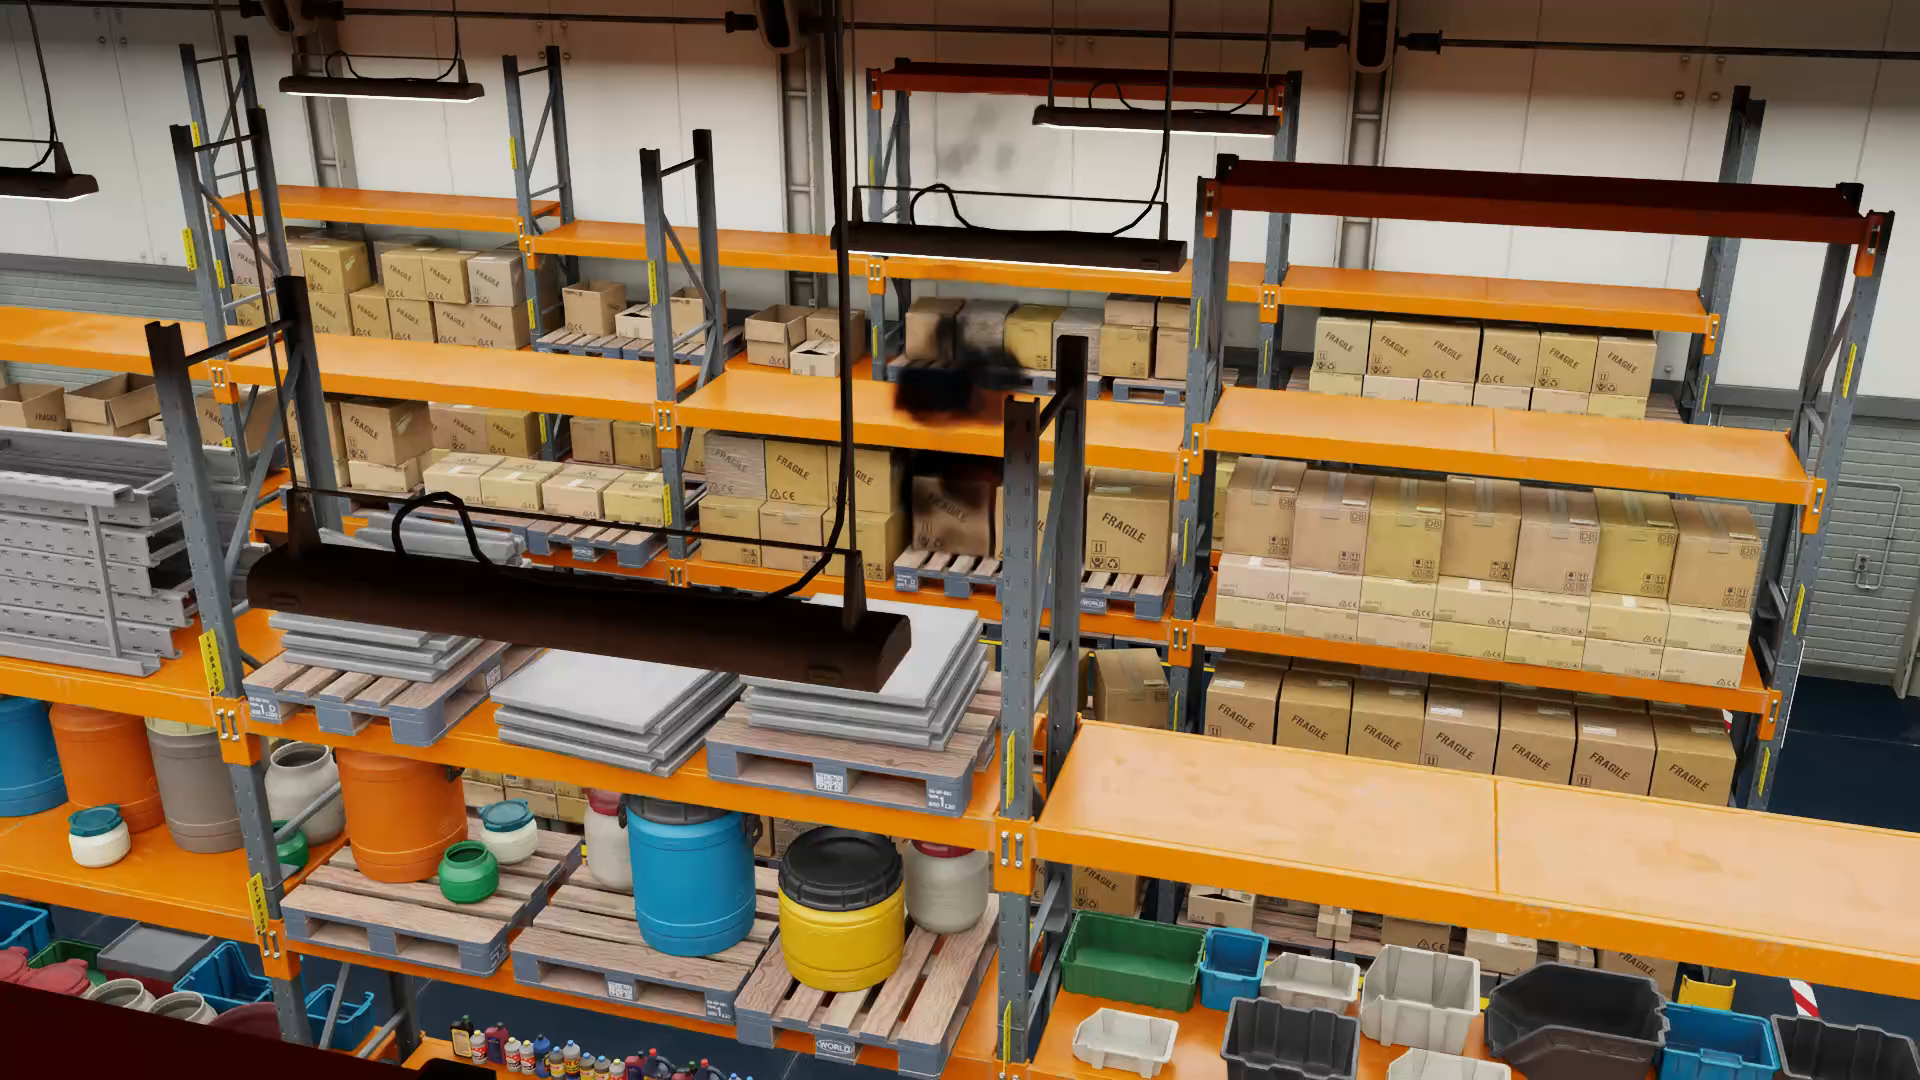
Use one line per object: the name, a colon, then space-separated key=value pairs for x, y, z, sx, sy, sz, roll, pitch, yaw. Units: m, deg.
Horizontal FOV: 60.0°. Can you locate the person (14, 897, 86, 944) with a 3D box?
person: x=-6.817 y=2.655 z=12.369 sx=1.033 sy=1.573 sz=0.507 roll=7 pitch=24 yaw=17
